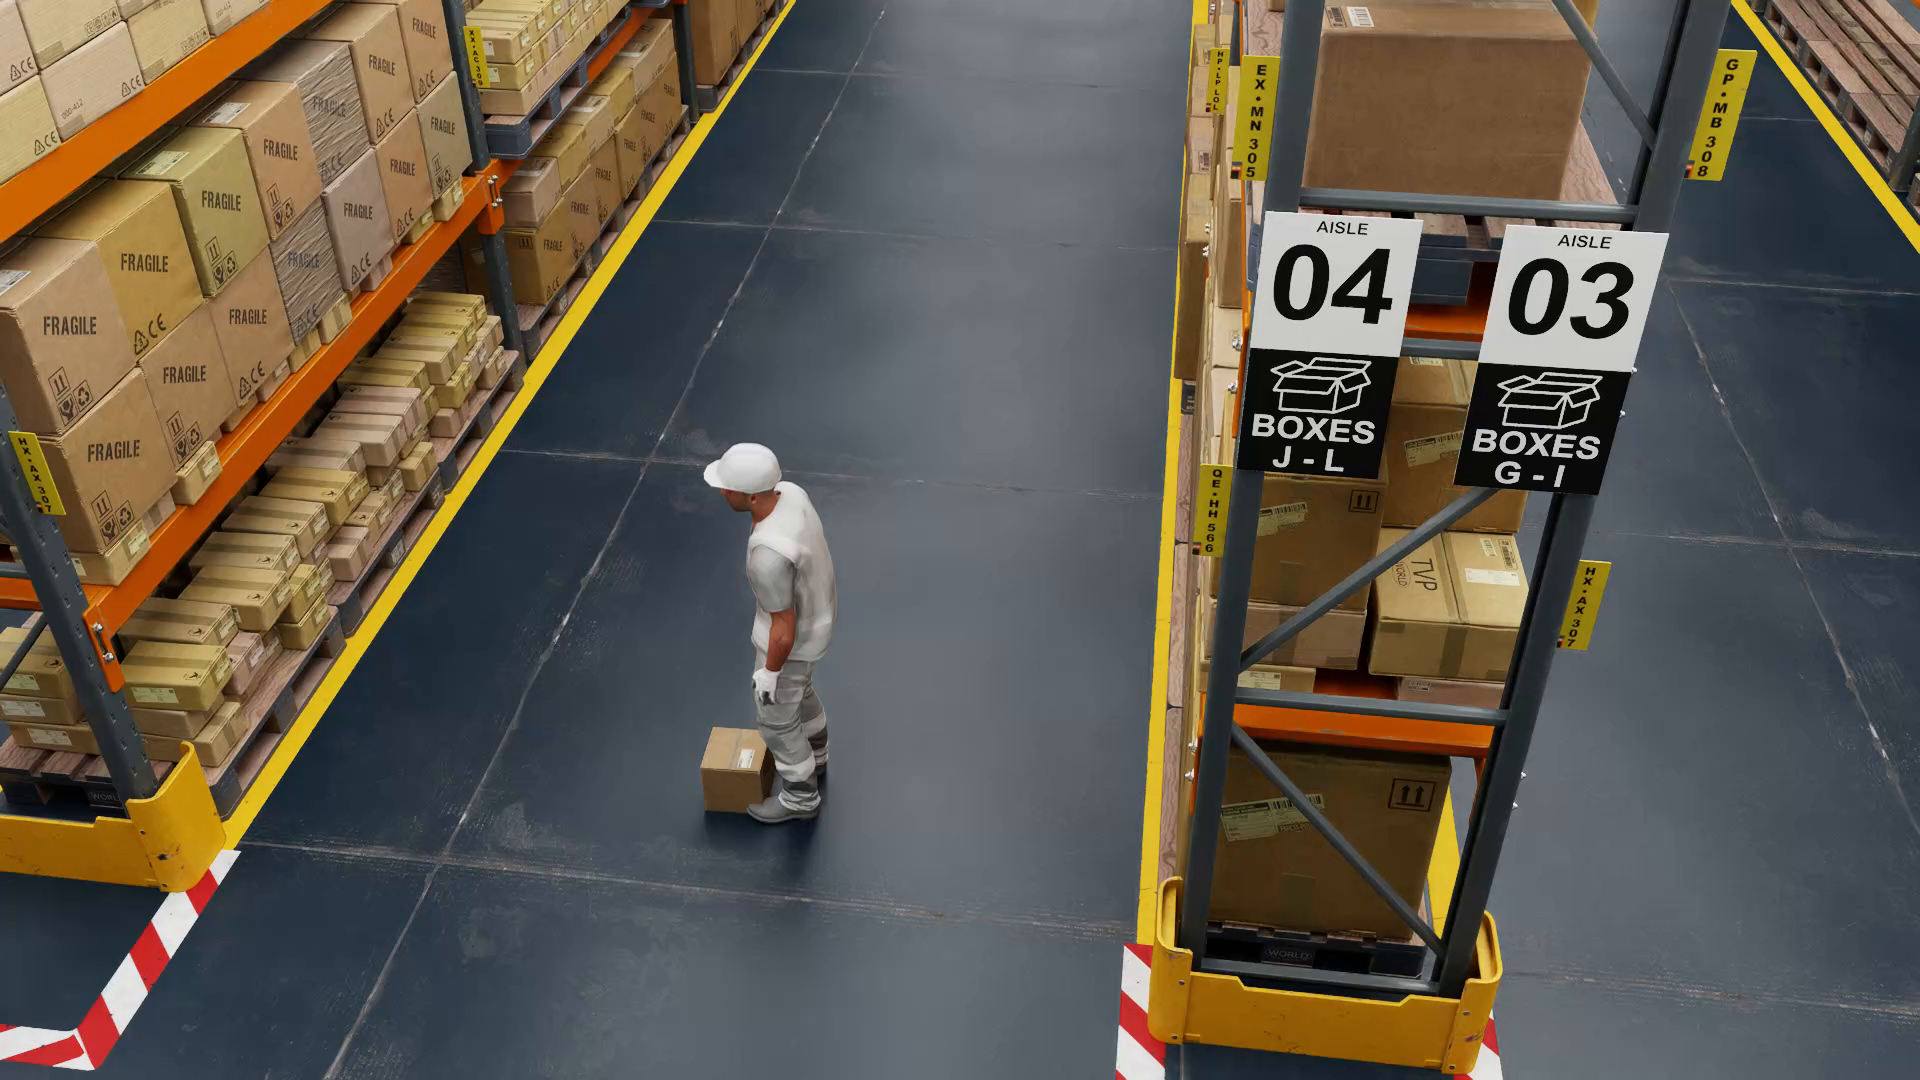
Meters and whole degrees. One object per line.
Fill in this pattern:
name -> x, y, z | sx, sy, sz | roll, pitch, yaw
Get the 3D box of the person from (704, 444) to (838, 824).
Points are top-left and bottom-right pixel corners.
person -> -0.706, 0.367, 6.520 | 0.452, 1.778, 0.613 | 2, 36, 3
